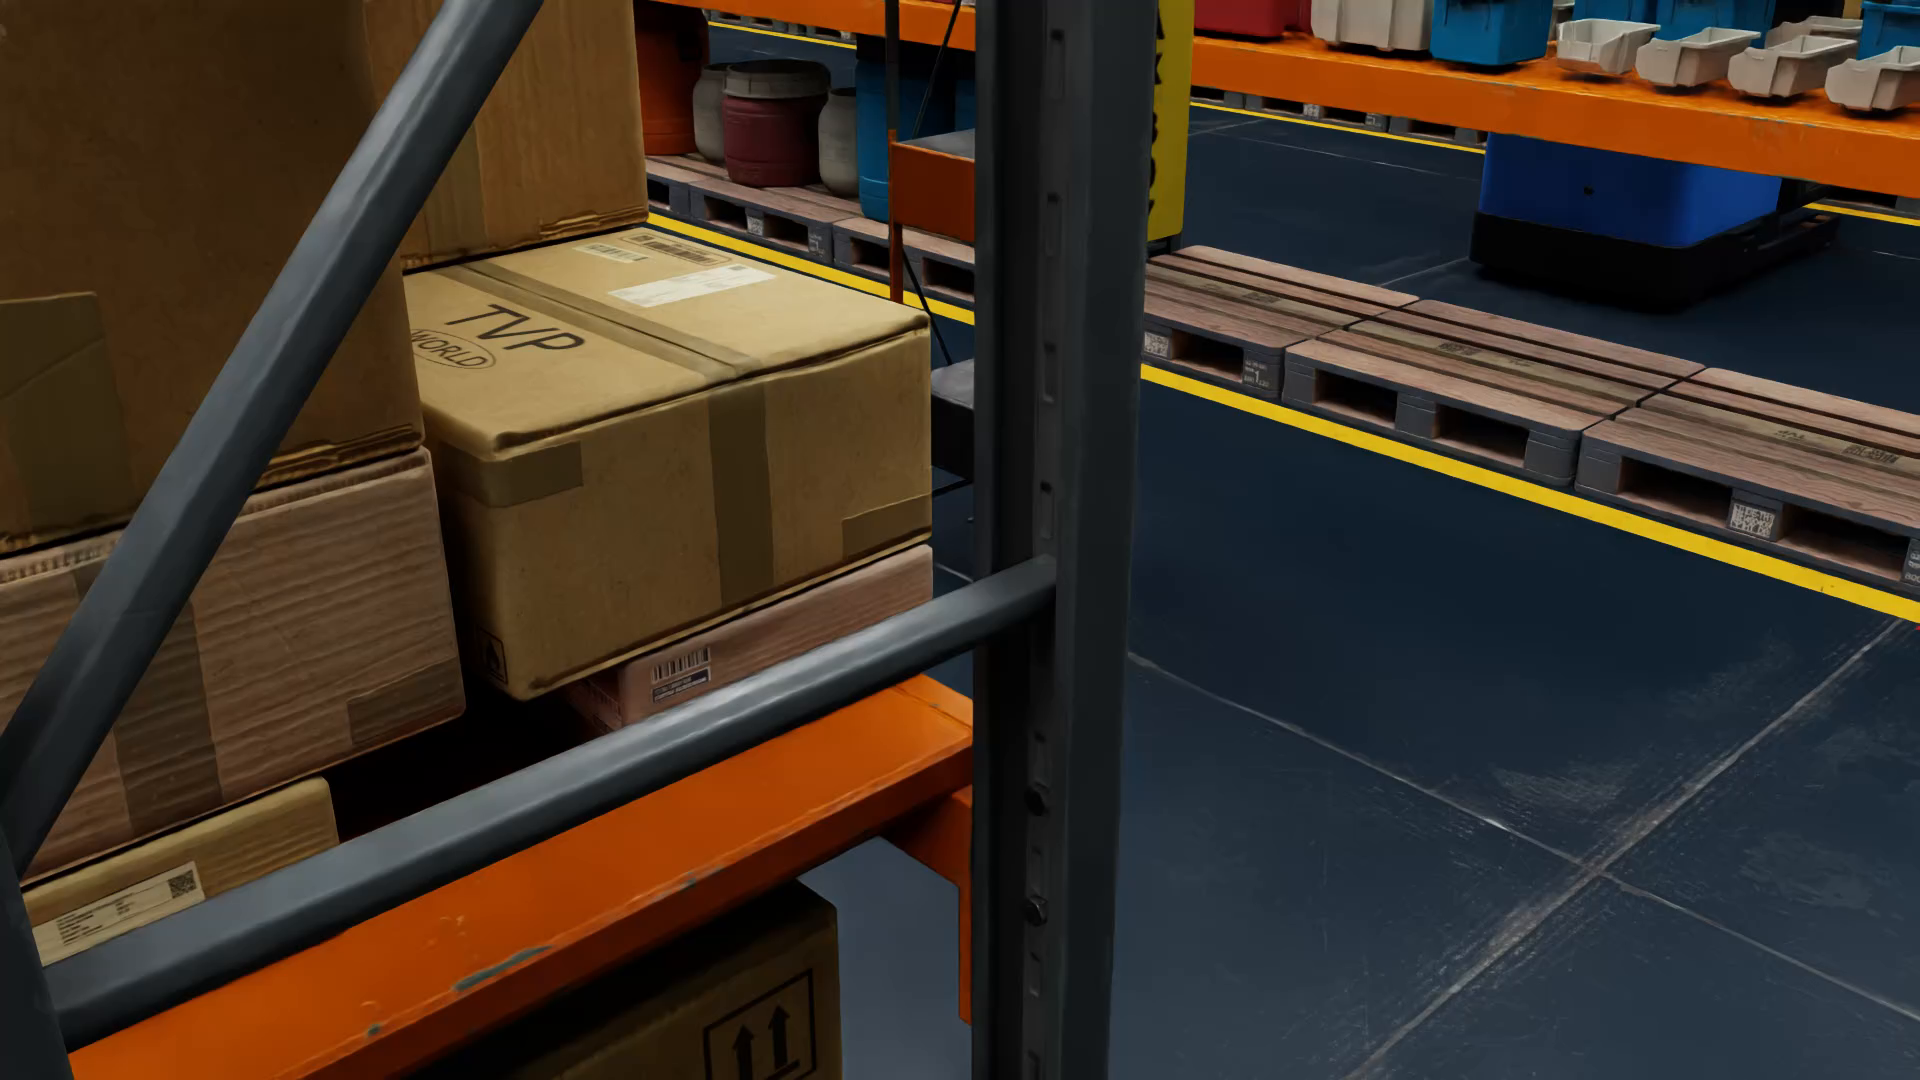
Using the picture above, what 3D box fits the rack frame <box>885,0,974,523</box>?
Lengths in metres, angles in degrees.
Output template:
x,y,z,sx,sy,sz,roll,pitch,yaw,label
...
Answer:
x,y,z,sx,sy,sz,roll,pitch,yaw,label
-0.054,-0.979,4.866,0.400,2.100,0.015,-21,32,-38,rack frame

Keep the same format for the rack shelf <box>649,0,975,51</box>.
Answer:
x,y,z,sx,sy,sz,roll,pitch,yaw,label
-0.733,-2.721,8.468,1.077,0.370,4.000,-21,32,-38,rack shelf

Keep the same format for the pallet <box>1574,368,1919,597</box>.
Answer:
x,y,z,sx,sy,sz,roll,pitch,yaw,label
2.833,-0.223,5.484,1.003,0.211,1.213,-21,32,-38,pallet

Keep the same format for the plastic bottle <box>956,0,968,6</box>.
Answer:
x,y,z,sx,sy,sz,roll,pitch,yaw,label
0.030,-2.407,7.152,0.097,0.201,0.097,0,25,0,plastic bottle

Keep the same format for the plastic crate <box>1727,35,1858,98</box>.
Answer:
x,y,z,sx,sy,sz,roll,pitch,yaw,label
2.491,-1.426,5.006,0.396,0.136,0.243,-21,32,-38,plastic crate

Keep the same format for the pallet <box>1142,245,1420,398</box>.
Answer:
x,y,z,sx,sy,sz,roll,pitch,yaw,label
1.165,-0.962,7.105,1.003,0.211,1.213,-21,32,-38,pallet

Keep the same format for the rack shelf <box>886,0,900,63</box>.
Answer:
x,y,z,sx,sy,sz,roll,pitch,yaw,label
0.113,-1.530,4.419,0.431,0.518,0.480,-21,32,-38,rack shelf

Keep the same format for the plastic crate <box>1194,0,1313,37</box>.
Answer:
x,y,z,sx,sy,sz,roll,pitch,yaw,label
1.061,-2.157,6.215,0.402,0.464,0.583,-21,32,-38,plastic crate

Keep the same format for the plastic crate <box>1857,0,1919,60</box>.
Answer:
x,y,z,sx,sy,sz,roll,pitch,yaw,label
2.990,-1.549,5.162,0.416,0.233,0.300,-21,32,-38,plastic crate

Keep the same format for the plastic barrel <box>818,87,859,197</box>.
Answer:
x,y,z,sx,sy,sz,roll,pitch,yaw,label
-0.530,-2.082,8.692,0.421,0.512,0.421,0,25,0,plastic barrel

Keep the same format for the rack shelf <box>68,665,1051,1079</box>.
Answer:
x,y,z,sx,sy,sz,roll,pitch,yaw,label
-1.614,-0.104,2.731,1.077,0.370,4.000,-21,32,-38,rack shelf

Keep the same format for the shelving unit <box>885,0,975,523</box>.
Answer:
x,y,z,sx,sy,sz,roll,pitch,yaw,label
0.113,-0.905,4.704,0.431,2.100,0.503,-21,32,-38,shelving unit

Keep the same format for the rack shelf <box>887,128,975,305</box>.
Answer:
x,y,z,sx,sy,sz,roll,pitch,yaw,label
0.113,-0.893,4.710,0.431,0.518,0.480,-21,32,-38,rack shelf

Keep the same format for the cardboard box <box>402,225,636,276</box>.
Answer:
x,y,z,sx,sy,sz,roll,pitch,yaw,label
-0.738,-0.270,2.051,0.500,0.250,0.500,-22,32,-39,cardboard box

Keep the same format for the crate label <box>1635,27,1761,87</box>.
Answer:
x,y,z,sx,sy,sz,roll,pitch,yaw,label
2.283,-1.503,5.176,0.396,0.136,0.243,-21,32,-38,crate label

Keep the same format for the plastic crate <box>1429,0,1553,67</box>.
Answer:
x,y,z,sx,sy,sz,roll,pitch,yaw,label
1.777,-1.731,5.560,0.416,0.233,0.300,-21,32,-38,plastic crate

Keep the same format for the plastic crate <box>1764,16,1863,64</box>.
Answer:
x,y,z,sx,sy,sz,roll,pitch,yaw,label
2.817,-1.632,5.460,0.250,0.136,0.298,-21,32,-38,plastic crate

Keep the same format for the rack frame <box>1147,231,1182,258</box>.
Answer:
x,y,z,sx,sy,sz,roll,pitch,yaw,label
0.634,-2.443,6.990,1.000,3.000,0.127,-21,32,-38,rack frame

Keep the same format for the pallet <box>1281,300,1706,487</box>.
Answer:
x,y,z,sx,sy,sz,roll,pitch,yaw,label
2.003,-0.592,6.294,1.003,0.211,1.213,-21,32,-38,pallet

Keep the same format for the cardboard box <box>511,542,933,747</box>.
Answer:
x,y,z,sx,sy,sz,roll,pitch,yaw,label
-0.249,0.088,1.747,0.380,0.149,0.250,-21,32,-38,cardboard box

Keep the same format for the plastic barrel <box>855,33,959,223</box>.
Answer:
x,y,z,sx,sy,sz,roll,pitch,yaw,label
-0.209,-2.063,8.181,0.600,0.901,0.708,-21,32,-38,plastic barrel

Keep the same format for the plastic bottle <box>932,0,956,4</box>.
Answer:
x,y,z,sx,sy,sz,roll,pitch,yaw,label
-0.063,-2.474,7.200,0.061,0.283,0.133,-21,32,-38,plastic bottle

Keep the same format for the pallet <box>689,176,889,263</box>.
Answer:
x,y,z,sx,sy,sz,roll,pitch,yaw,label
-0.701,-1.789,8.918,1.003,0.211,1.213,-21,32,-38,pallet

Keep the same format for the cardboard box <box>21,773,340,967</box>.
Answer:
x,y,z,sx,sy,sz,roll,pitch,yaw,label
-0.731,0.274,1.337,0.380,0.149,0.250,-20,32,-38,cardboard box

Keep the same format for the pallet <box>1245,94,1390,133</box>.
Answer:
x,y,z,sx,sy,sz,roll,pitch,yaw,label
2.831,-3.183,11.974,1.003,0.211,1.213,-21,32,-38,pallet

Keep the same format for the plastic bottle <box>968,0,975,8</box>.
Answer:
x,y,z,sx,sy,sz,roll,pitch,yaw,label
0.129,-2.414,7.076,0.152,0.276,0.135,-21,32,-38,plastic bottle

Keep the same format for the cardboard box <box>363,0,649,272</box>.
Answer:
x,y,z,sx,sy,sz,roll,pitch,yaw,label
-0.720,-0.607,1.886,0.500,0.500,0.500,-22,33,-40,cardboard box

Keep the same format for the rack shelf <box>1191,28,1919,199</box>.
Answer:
x,y,z,sx,sy,sz,roll,pitch,yaw,label
2.001,-1.509,5.811,1.077,0.370,4.000,-21,32,-38,rack shelf

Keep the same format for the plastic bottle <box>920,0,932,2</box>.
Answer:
x,y,z,sx,sy,sz,roll,pitch,yaw,label
-0.121,-2.524,7.319,0.152,0.276,0.135,-21,32,-38,plastic bottle

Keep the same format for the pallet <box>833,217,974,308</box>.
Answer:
x,y,z,sx,sy,sz,roll,pitch,yaw,label
0.137,-1.419,8.107,1.003,0.211,1.213,-21,32,-38,pallet

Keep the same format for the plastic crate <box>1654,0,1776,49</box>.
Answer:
x,y,z,sx,sy,sz,roll,pitch,yaw,label
2.540,-1.749,5.599,0.416,0.233,0.300,-21,32,-38,plastic crate

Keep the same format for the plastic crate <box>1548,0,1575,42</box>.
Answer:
x,y,z,sx,sy,sz,roll,pitch,yaw,label
2.044,-1.908,6.063,0.293,0.136,0.466,-21,32,-38,plastic crate

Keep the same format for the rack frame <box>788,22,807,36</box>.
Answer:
x,y,z,sx,sy,sz,roll,pitch,yaw,label
-1.215,-6.270,15.381,1.000,3.000,0.127,-21,32,-38,rack frame

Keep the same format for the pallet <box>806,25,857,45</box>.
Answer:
x,y,z,sx,sy,sz,roll,pitch,yaw,label
-0.683,-4.790,15.494,1.003,0.211,1.213,-21,32,-38,pallet

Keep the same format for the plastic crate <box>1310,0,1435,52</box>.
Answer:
x,y,z,sx,sy,sz,roll,pitch,yaw,label
1.543,-1.901,5.874,0.437,0.282,0.530,-21,32,-38,plastic crate

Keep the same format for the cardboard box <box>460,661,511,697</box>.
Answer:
x,y,z,sx,sy,sz,roll,pitch,yaw,label
-0.425,0.010,1.916,0.380,0.149,0.250,-22,32,-39,cardboard box

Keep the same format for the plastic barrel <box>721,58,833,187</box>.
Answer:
x,y,z,sx,sy,sz,roll,pitch,yaw,label
-0.981,-2.263,8.996,0.600,0.588,0.708,-21,32,-38,plastic barrel

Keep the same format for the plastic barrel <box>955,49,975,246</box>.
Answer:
x,y,z,sx,sy,sz,roll,pitch,yaw,label
0.275,-1.849,7.710,0.600,0.901,0.708,-21,32,-38,plastic barrel

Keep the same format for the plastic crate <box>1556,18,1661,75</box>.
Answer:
x,y,z,sx,sy,sz,roll,pitch,yaw,label
2.067,-1.587,5.361,0.298,0.136,0.250,-21,32,-38,plastic crate

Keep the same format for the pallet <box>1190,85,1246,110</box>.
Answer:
x,y,z,sx,sy,sz,roll,pitch,yaw,label
2.001,-3.553,12.784,1.003,0.211,1.213,-21,32,-38,pallet

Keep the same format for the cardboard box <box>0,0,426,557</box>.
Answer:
x,y,z,sx,sy,sz,roll,pitch,yaw,label
-0.772,-0.307,1.227,0.500,0.500,0.500,-21,32,-38,cardboard box

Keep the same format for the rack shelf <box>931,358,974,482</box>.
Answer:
x,y,z,sx,sy,sz,roll,pitch,yaw,label
0.113,-0.256,5.000,0.431,0.518,0.480,-21,32,-38,rack shelf

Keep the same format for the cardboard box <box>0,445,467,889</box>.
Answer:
x,y,z,sx,sy,sz,roll,pitch,yaw,label
-0.772,0.036,1.380,0.500,0.250,0.500,-22,32,-39,cardboard box

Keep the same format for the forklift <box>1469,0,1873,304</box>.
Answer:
x,y,z,sx,sy,sz,roll,pitch,yaw,label
3.871,-2.912,8.102,3.031,2.935,1.130,-22,33,-40,forklift

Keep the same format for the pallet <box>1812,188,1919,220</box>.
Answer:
x,y,z,sx,sy,sz,roll,pitch,yaw,label
5.559,-2.000,9.379,1.003,0.211,1.213,-21,32,-38,pallet

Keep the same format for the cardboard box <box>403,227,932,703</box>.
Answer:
x,y,z,sx,sy,sz,roll,pitch,yaw,label
-0.378,-0.115,1.710,0.500,0.250,0.500,-22,33,-40,cardboard box

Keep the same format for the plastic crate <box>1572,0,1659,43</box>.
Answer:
x,y,z,sx,sy,sz,roll,pitch,yaw,label
2.335,-1.840,5.798,0.416,0.233,0.300,-21,32,-38,plastic crate

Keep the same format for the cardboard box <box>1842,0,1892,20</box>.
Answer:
x,y,z,sx,sy,sz,roll,pitch,yaw,label
7.327,-4.626,13.860,0.750,0.750,0.750,-21,32,-38,cardboard box

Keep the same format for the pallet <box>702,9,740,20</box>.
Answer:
x,y,z,sx,sy,sz,roll,pitch,yaw,label
-2.567,-5.624,17.324,1.003,0.211,1.213,-21,32,-38,pallet

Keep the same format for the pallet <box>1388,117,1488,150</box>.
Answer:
x,y,z,sx,sy,sz,roll,pitch,yaw,label
3.669,-2.814,11.163,1.003,0.211,1.213,-21,32,-38,pallet

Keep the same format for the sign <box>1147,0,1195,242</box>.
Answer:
x,y,z,sx,sy,sz,roll,pitch,yaw,label
0.162,-0.411,1.399,0.100,0.325,0.005,-21,32,-38,sign

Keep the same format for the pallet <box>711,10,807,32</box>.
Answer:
x,y,z,sx,sy,sz,roll,pitch,yaw,label
-1.728,-5.255,16.514,1.003,0.211,1.213,-21,32,-38,pallet

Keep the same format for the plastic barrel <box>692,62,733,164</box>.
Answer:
x,y,z,sx,sy,sz,roll,pitch,yaw,label
-1.302,-2.424,9.442,0.421,0.512,0.421,0,25,0,plastic barrel

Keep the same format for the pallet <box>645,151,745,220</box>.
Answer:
x,y,z,sx,sy,sz,roll,pitch,yaw,label
-1.531,-2.159,9.728,1.003,0.211,1.213,-21,32,-38,pallet

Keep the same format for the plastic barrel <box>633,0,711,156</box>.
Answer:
x,y,z,sx,sy,sz,roll,pitch,yaw,label
-1.753,-2.715,9.695,0.600,0.830,0.708,-21,32,-38,plastic barrel

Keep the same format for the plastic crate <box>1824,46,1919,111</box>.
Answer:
x,y,z,sx,sy,sz,roll,pitch,yaw,label
2.679,-1.334,4.805,0.396,0.136,0.243,-21,32,-38,plastic crate

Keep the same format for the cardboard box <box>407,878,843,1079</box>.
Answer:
x,y,z,sx,sy,sz,roll,pitch,yaw,label
-0.743,0.779,1.983,0.875,0.875,0.875,-21,32,-38,cardboard box
